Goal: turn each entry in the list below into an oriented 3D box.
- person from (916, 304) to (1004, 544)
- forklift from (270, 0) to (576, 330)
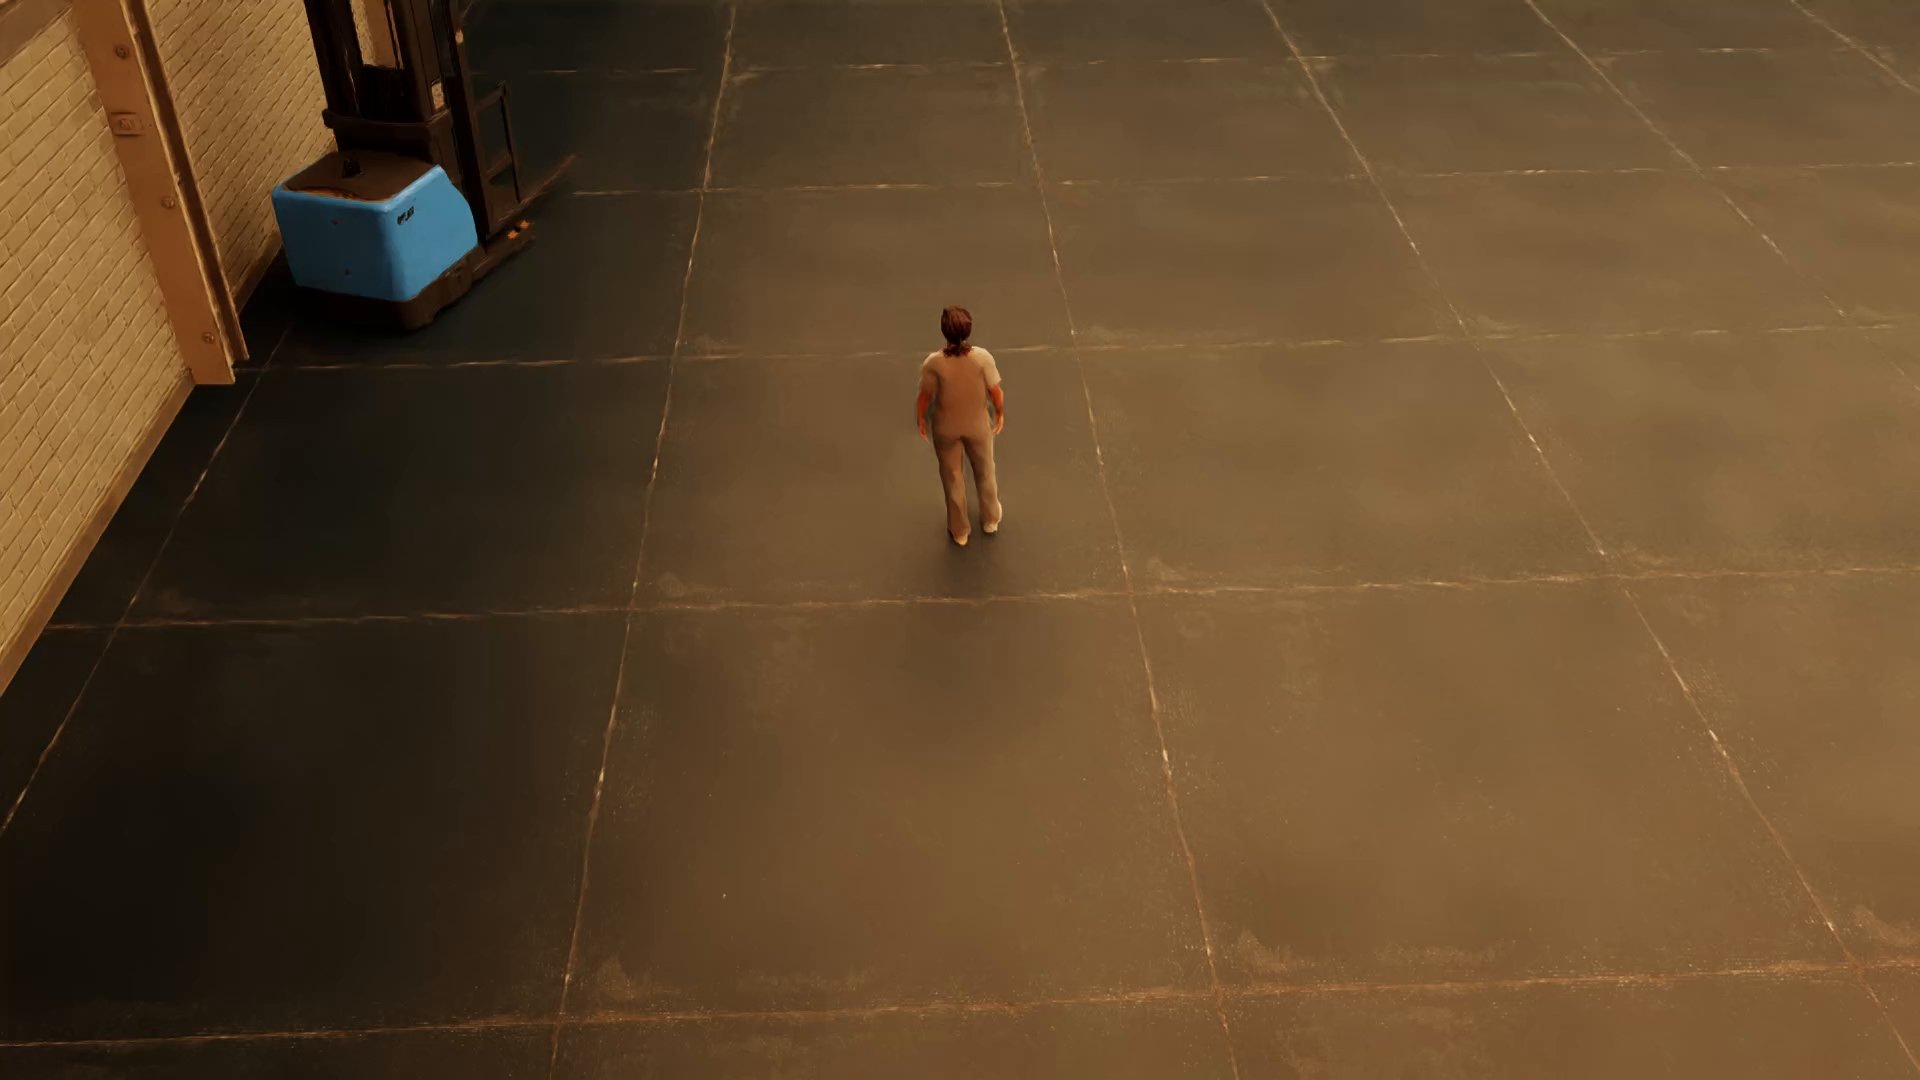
[{"bbox_3d":[0.010,-0.722,10.066,0.550,1.663,0.548,-2,36,-2],"label":"person"},{"bbox_3d":[-4.181,-3.635,13.001,1.130,2.935,3.031,10,37,14],"label":"forklift"}]
